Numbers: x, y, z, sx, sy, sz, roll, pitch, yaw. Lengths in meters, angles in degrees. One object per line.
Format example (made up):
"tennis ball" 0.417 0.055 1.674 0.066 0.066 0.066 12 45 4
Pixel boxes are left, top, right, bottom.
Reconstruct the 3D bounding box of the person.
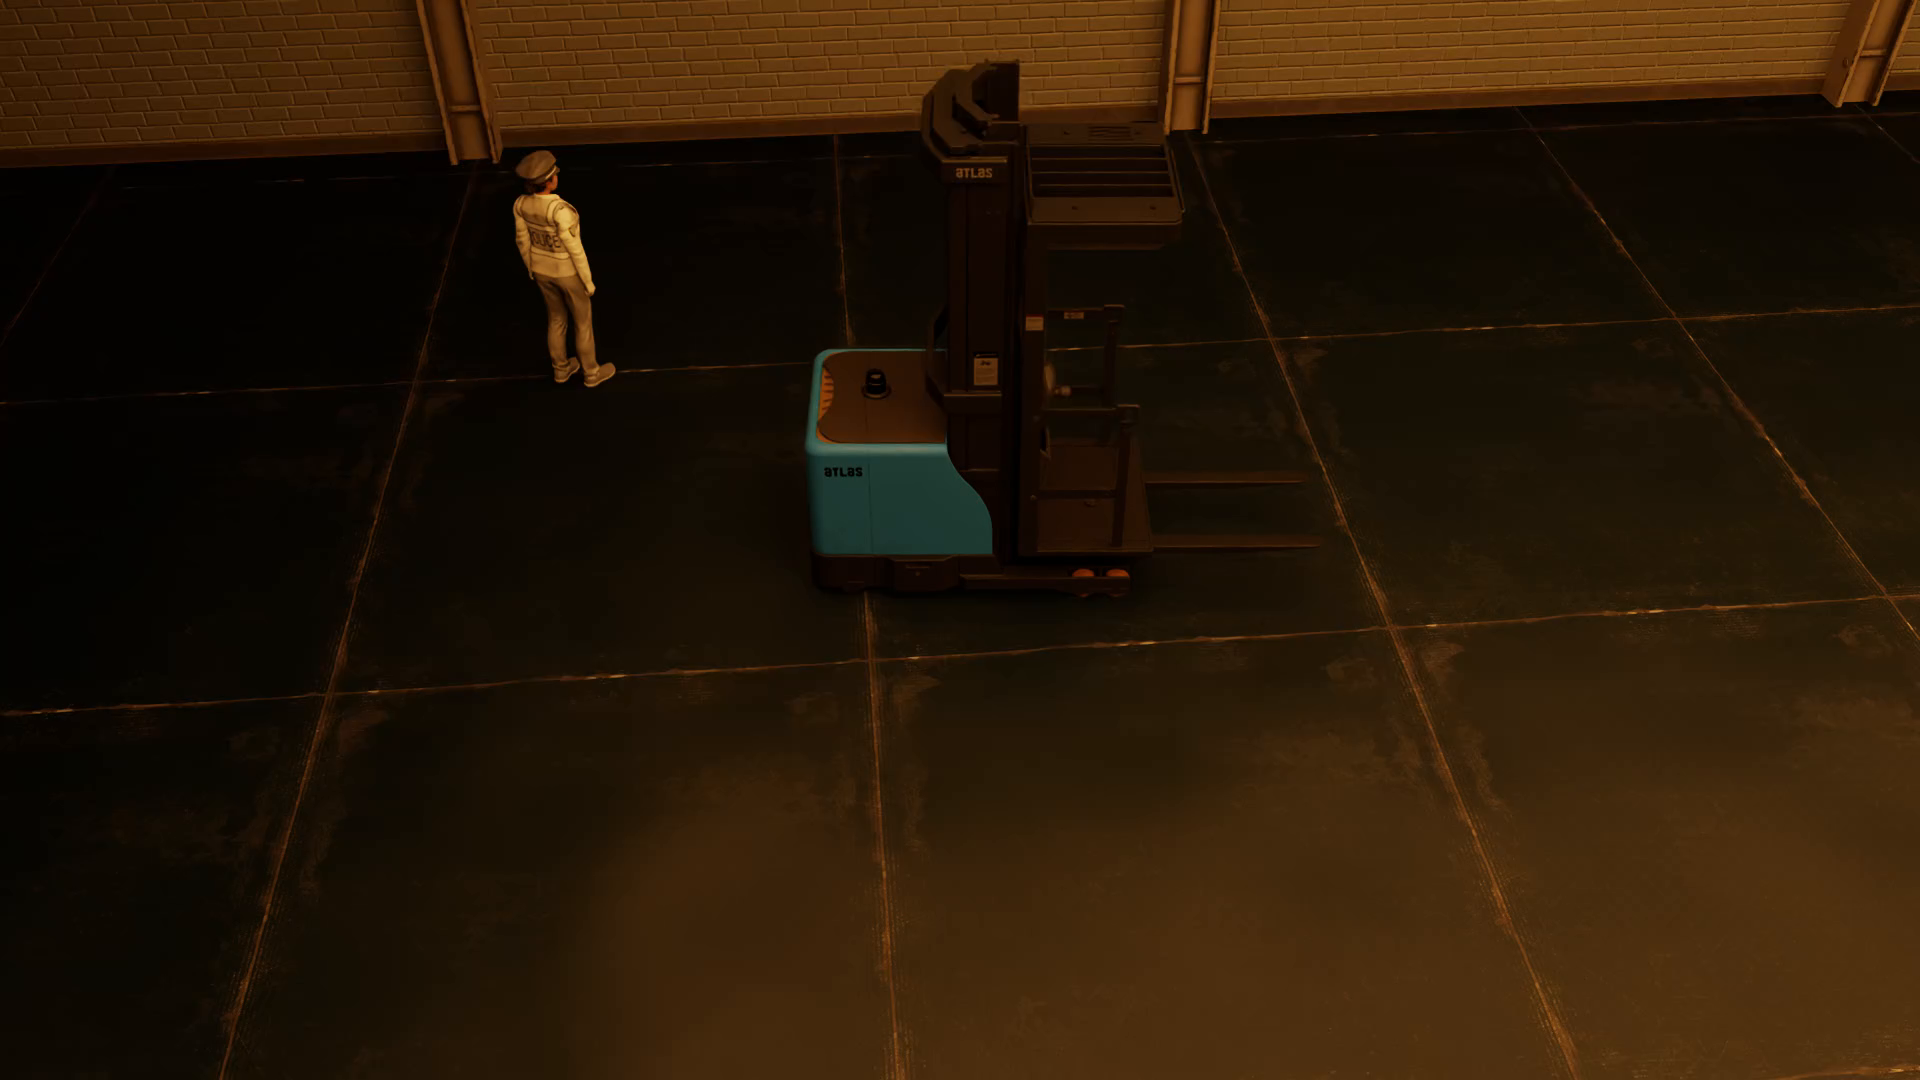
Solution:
"person" -2.627 -1.776 10.977 0.508 1.687 0.346 16 43 18

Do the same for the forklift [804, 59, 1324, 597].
"forklift" 0.637 -1.129 9.257 3.031 2.935 1.130 0 41 0
